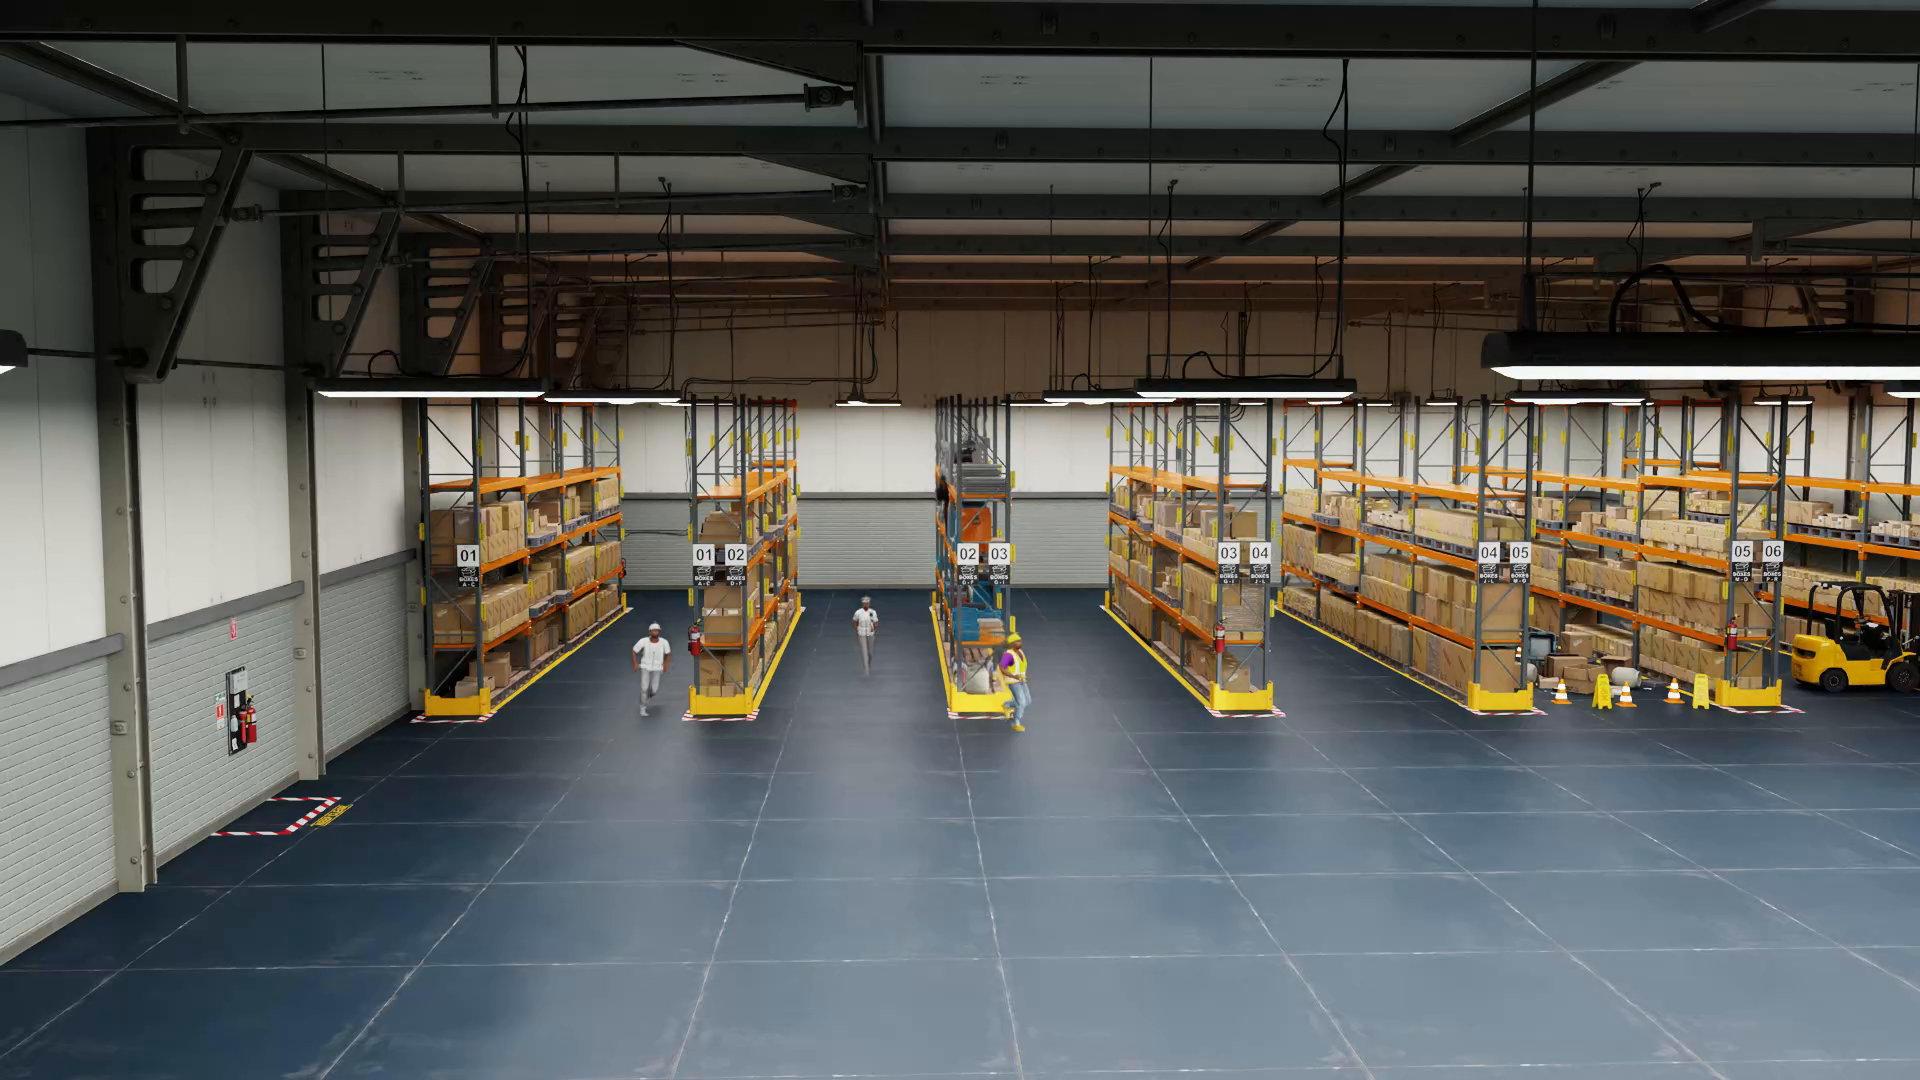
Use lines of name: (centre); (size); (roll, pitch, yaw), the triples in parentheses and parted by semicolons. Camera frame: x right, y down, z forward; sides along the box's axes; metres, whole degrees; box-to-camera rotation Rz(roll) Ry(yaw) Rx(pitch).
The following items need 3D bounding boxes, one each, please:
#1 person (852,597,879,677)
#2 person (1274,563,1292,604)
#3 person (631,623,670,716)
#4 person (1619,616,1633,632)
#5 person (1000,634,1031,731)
person: (-2.040, 2.058, 35.934); (0.585, 1.695, 0.727); (-1, 5, -8)
person: (9.624, 1.086, 48.883); (0.663, 1.674, 0.627); (-1, 5, -12)
person: (-5.819, 2.422, 31.321); (0.748, 1.722, 0.598); (-1, 5, -18)
person: (16.423, 1.686, 40.805); (0.608, 1.648, 0.570); (-1, 5, -9)
person: (0.956, 2.537, 29.712); (0.584, 1.723, 0.747); (2, 5, 29)
